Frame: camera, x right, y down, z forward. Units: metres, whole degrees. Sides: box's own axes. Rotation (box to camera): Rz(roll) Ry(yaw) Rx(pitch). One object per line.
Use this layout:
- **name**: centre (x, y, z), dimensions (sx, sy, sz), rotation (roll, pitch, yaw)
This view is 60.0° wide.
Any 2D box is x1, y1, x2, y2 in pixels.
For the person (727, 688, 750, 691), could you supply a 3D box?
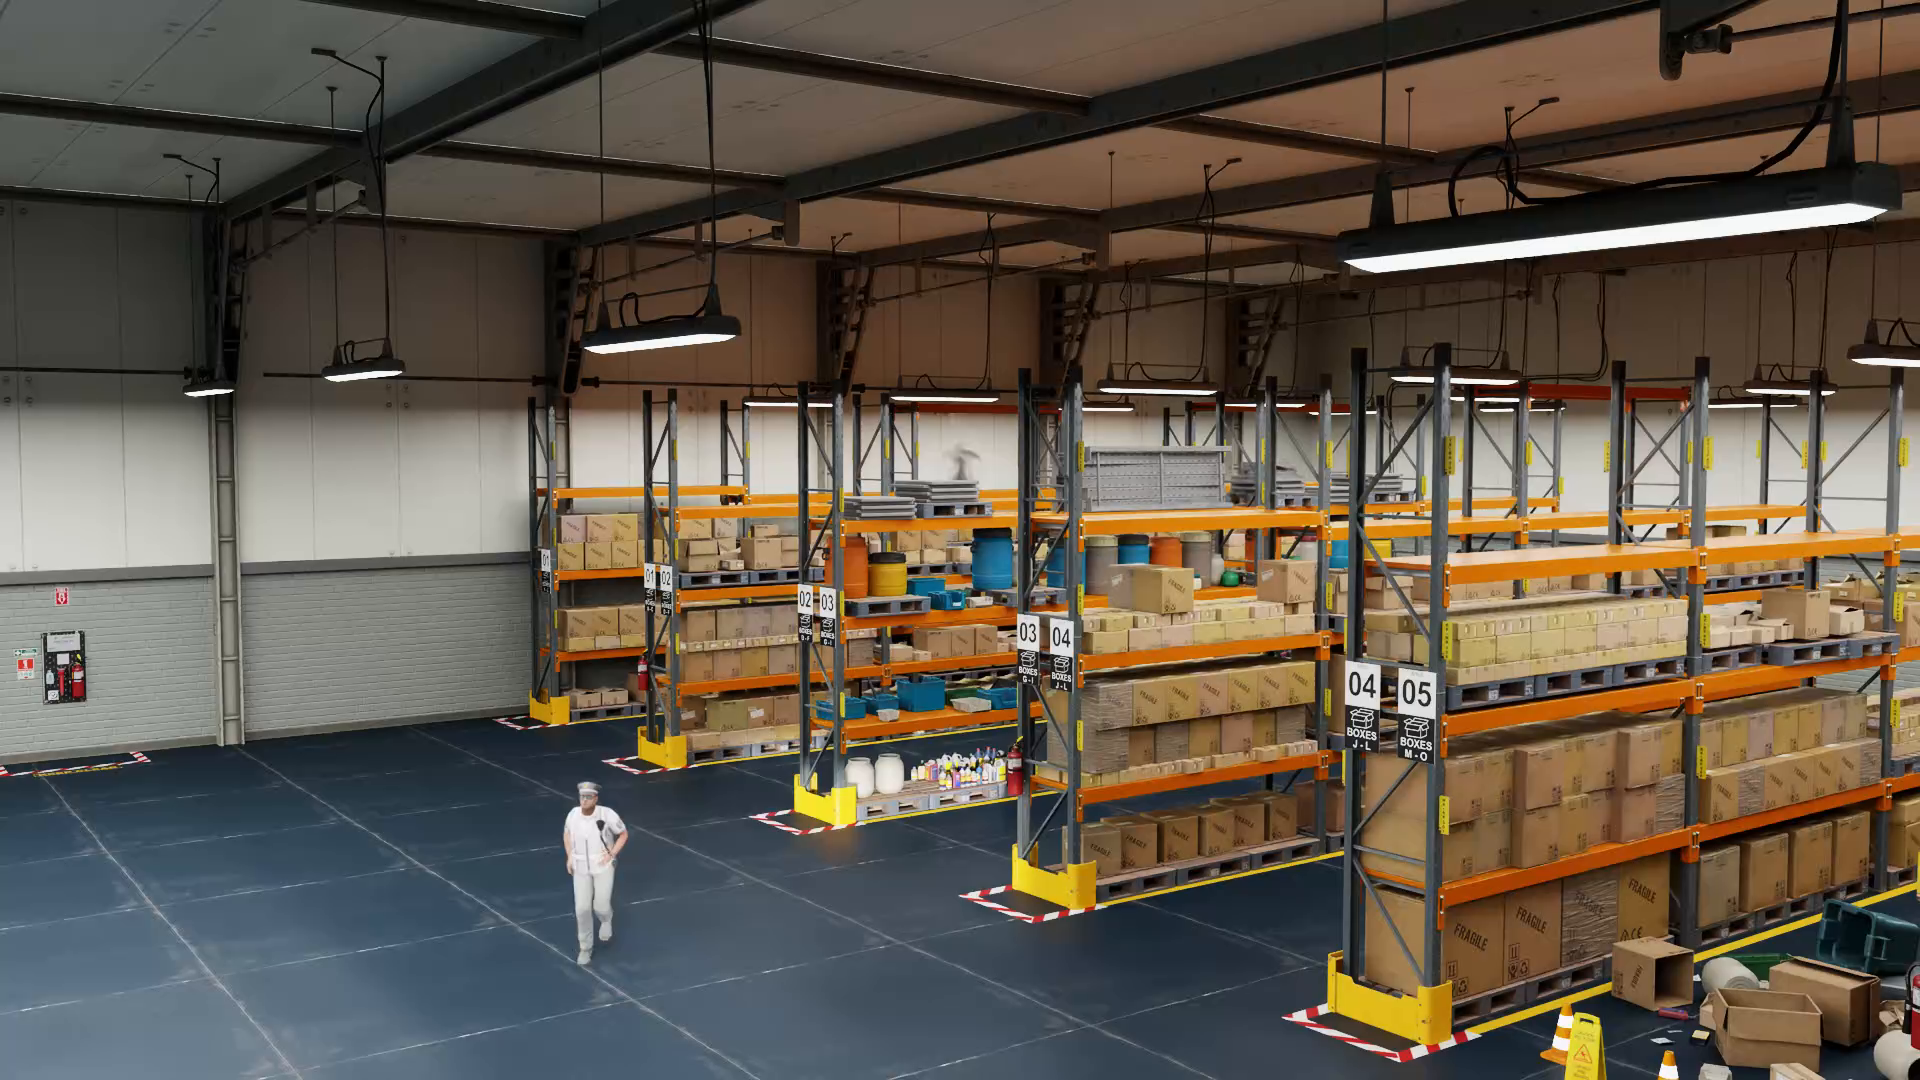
- **person**: centre (-3.940, 2.606, 29.567), dimensions (0.571, 1.689, 0.690), rotation (2, 4, 36)

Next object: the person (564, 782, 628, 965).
- **person**: centre (-3.666, 3.307, 16.746), dimensions (0.665, 1.834, 0.755), rotation (0, 3, 0)
